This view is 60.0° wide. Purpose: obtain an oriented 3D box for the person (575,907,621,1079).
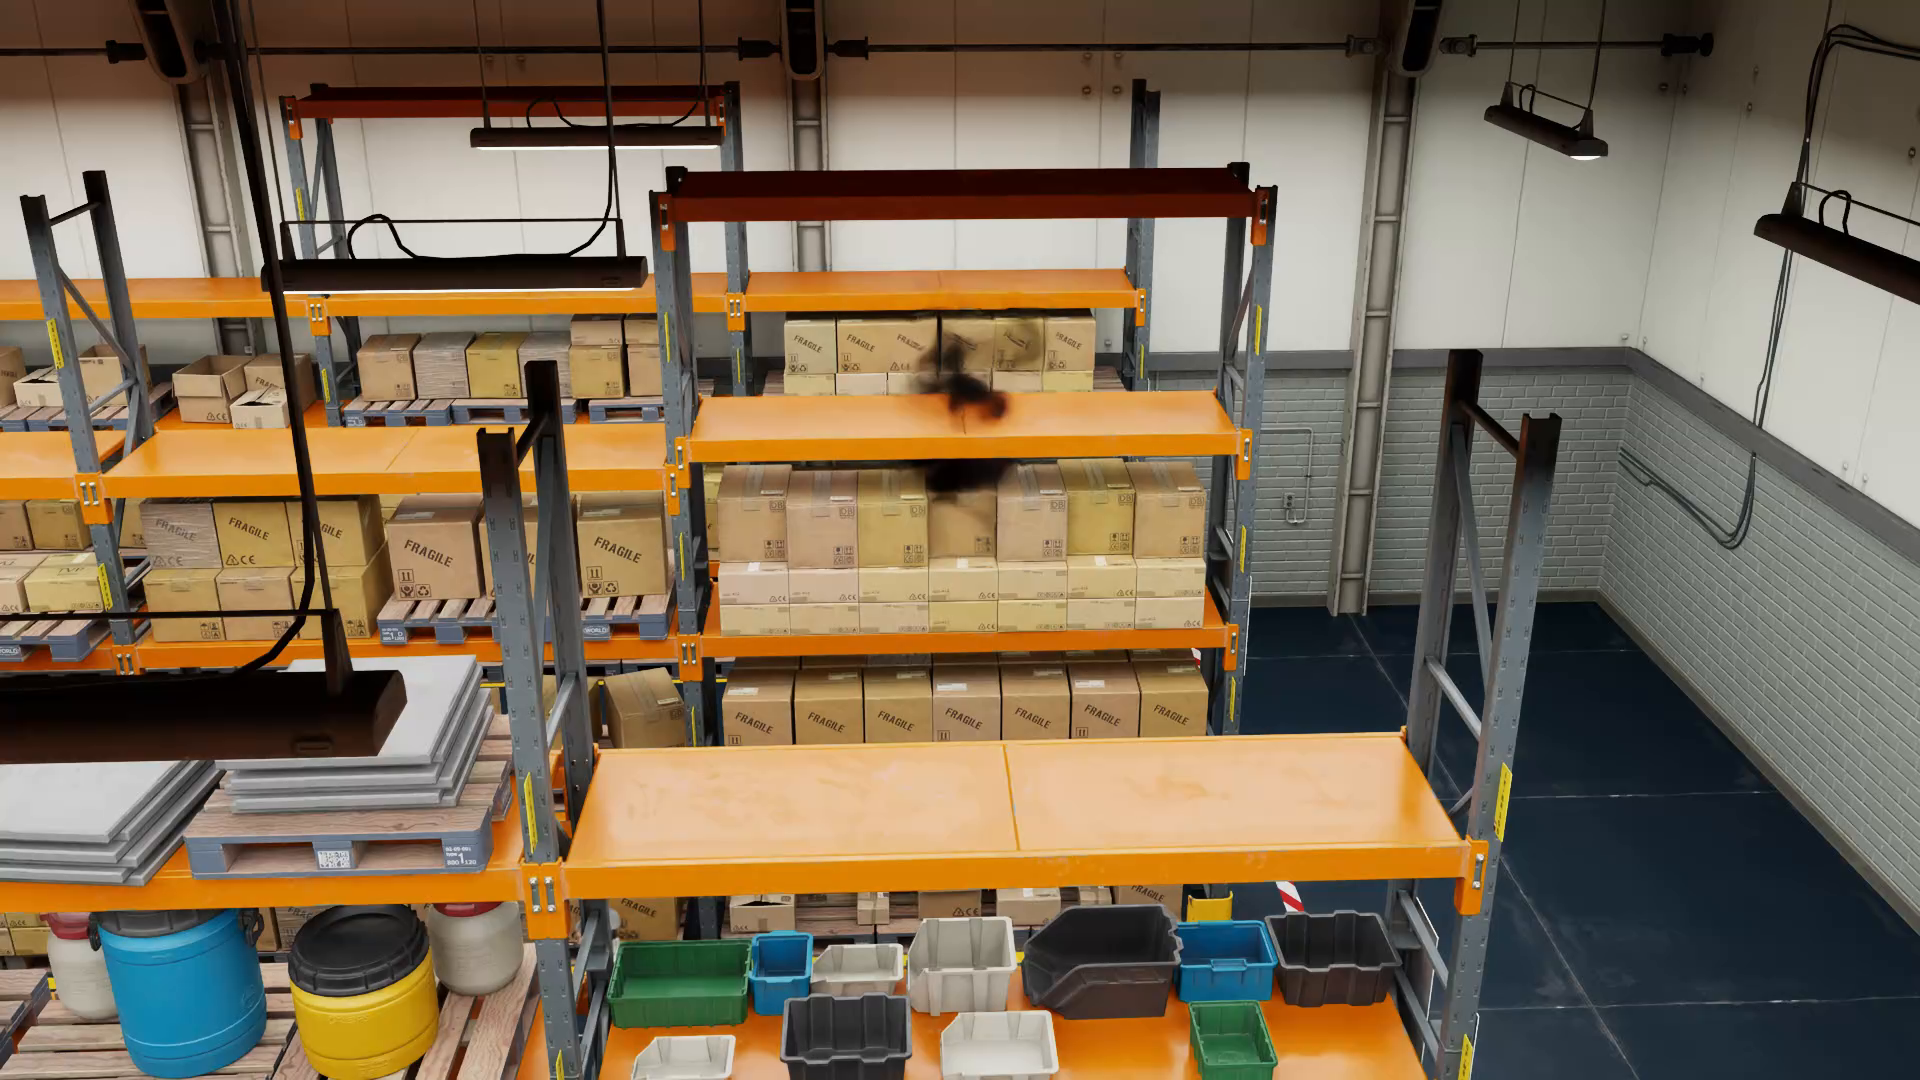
[{"bbox_3d":[-2.162,3.101,10.679,0.851,1.768,0.638,-4,23,-10],"label":"person"}]
